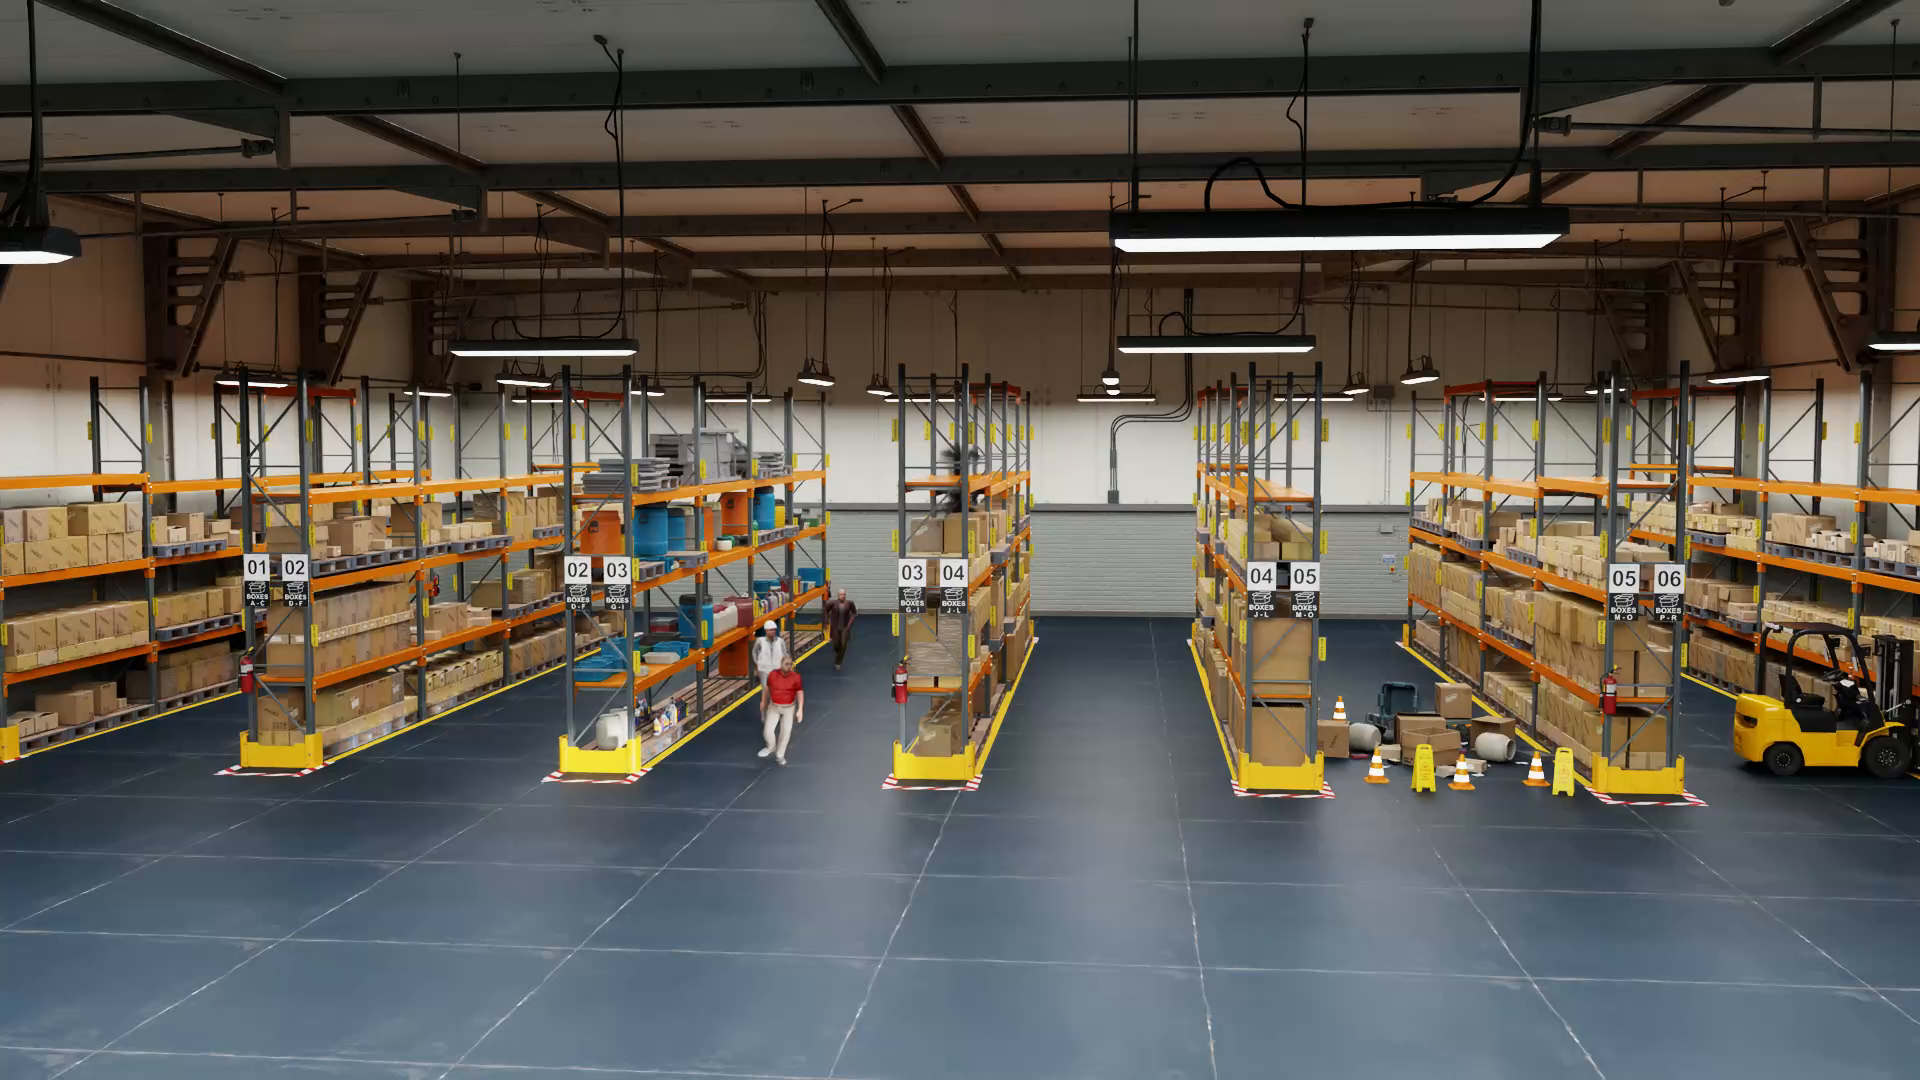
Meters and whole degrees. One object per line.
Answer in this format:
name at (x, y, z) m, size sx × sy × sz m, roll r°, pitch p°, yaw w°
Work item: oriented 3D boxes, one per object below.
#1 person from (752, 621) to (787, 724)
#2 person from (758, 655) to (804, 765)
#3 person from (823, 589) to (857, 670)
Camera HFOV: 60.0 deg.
person at (-3.286, 2.284, 28.828) m, size 0.583 × 1.795 × 0.837 m, roll -1°, pitch 4°, yaw -20°
person at (-2.717, 2.610, 25.157) m, size 0.721 × 1.574 × 0.588 m, roll 0°, pitch 4°, yaw -3°
person at (-2.556, 1.882, 35.403) m, size 0.715 × 1.712 × 0.709 m, roll -1°, pitch 4°, yaw -13°
